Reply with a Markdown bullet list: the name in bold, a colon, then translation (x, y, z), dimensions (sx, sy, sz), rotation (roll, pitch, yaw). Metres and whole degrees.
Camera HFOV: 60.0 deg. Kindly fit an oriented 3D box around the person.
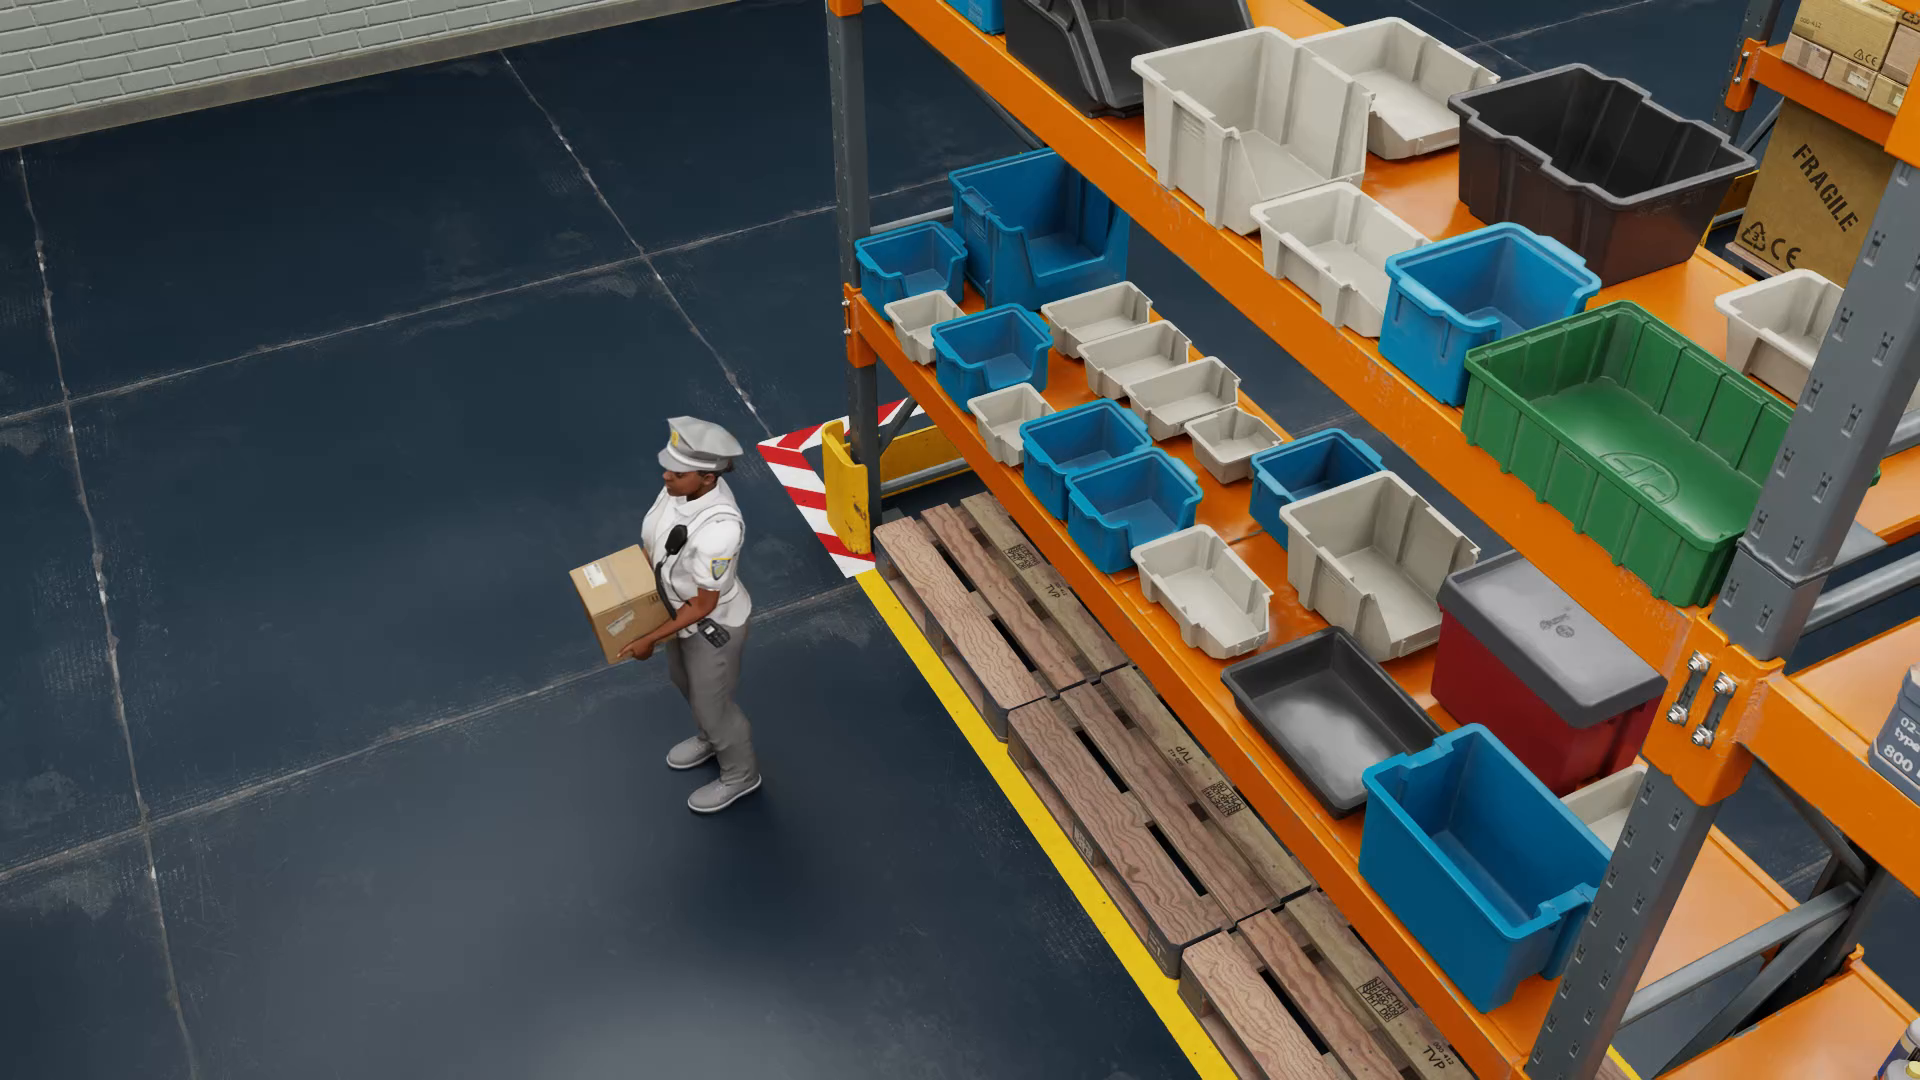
- **person**: translation (-0.981, 0.283, 5.859), dimensions (0.540, 1.688, 0.450), rotation (-19, 44, -20)
